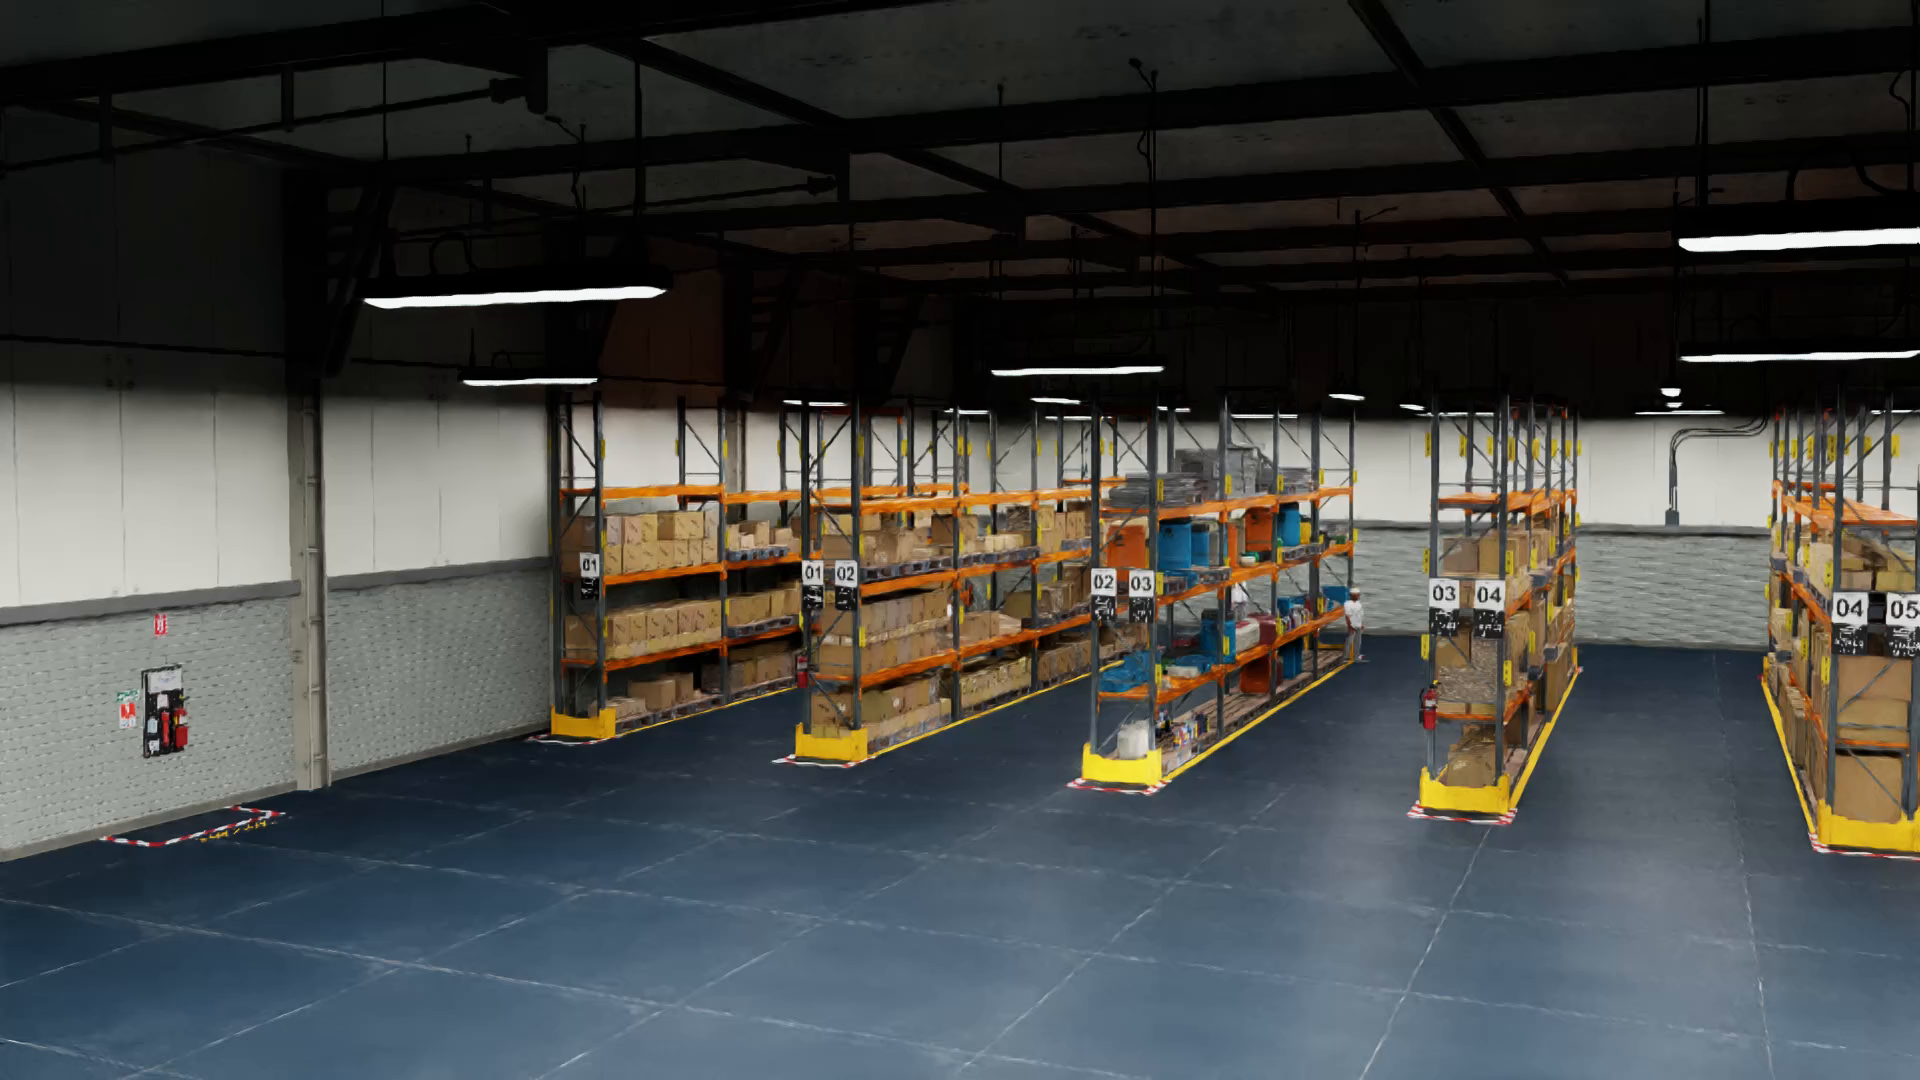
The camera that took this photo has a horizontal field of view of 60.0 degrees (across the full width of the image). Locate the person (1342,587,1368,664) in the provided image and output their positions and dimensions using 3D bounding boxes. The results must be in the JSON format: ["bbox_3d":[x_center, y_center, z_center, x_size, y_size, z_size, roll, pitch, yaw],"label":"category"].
[{"bbox_3d":[9.119,1.978,38.476,0.714,1.764,0.387,-3,4,-42],"label":"person"}]

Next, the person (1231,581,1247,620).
[{"bbox_3d":[7.402,1.642,44.951,0.728,1.765,0.512,-1,3,-20],"label":"person"}]

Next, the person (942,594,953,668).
[{"bbox_3d":[-0.186,2.071,36.914,0.492,1.764,0.627,0,3,-4],"label":"person"}]
